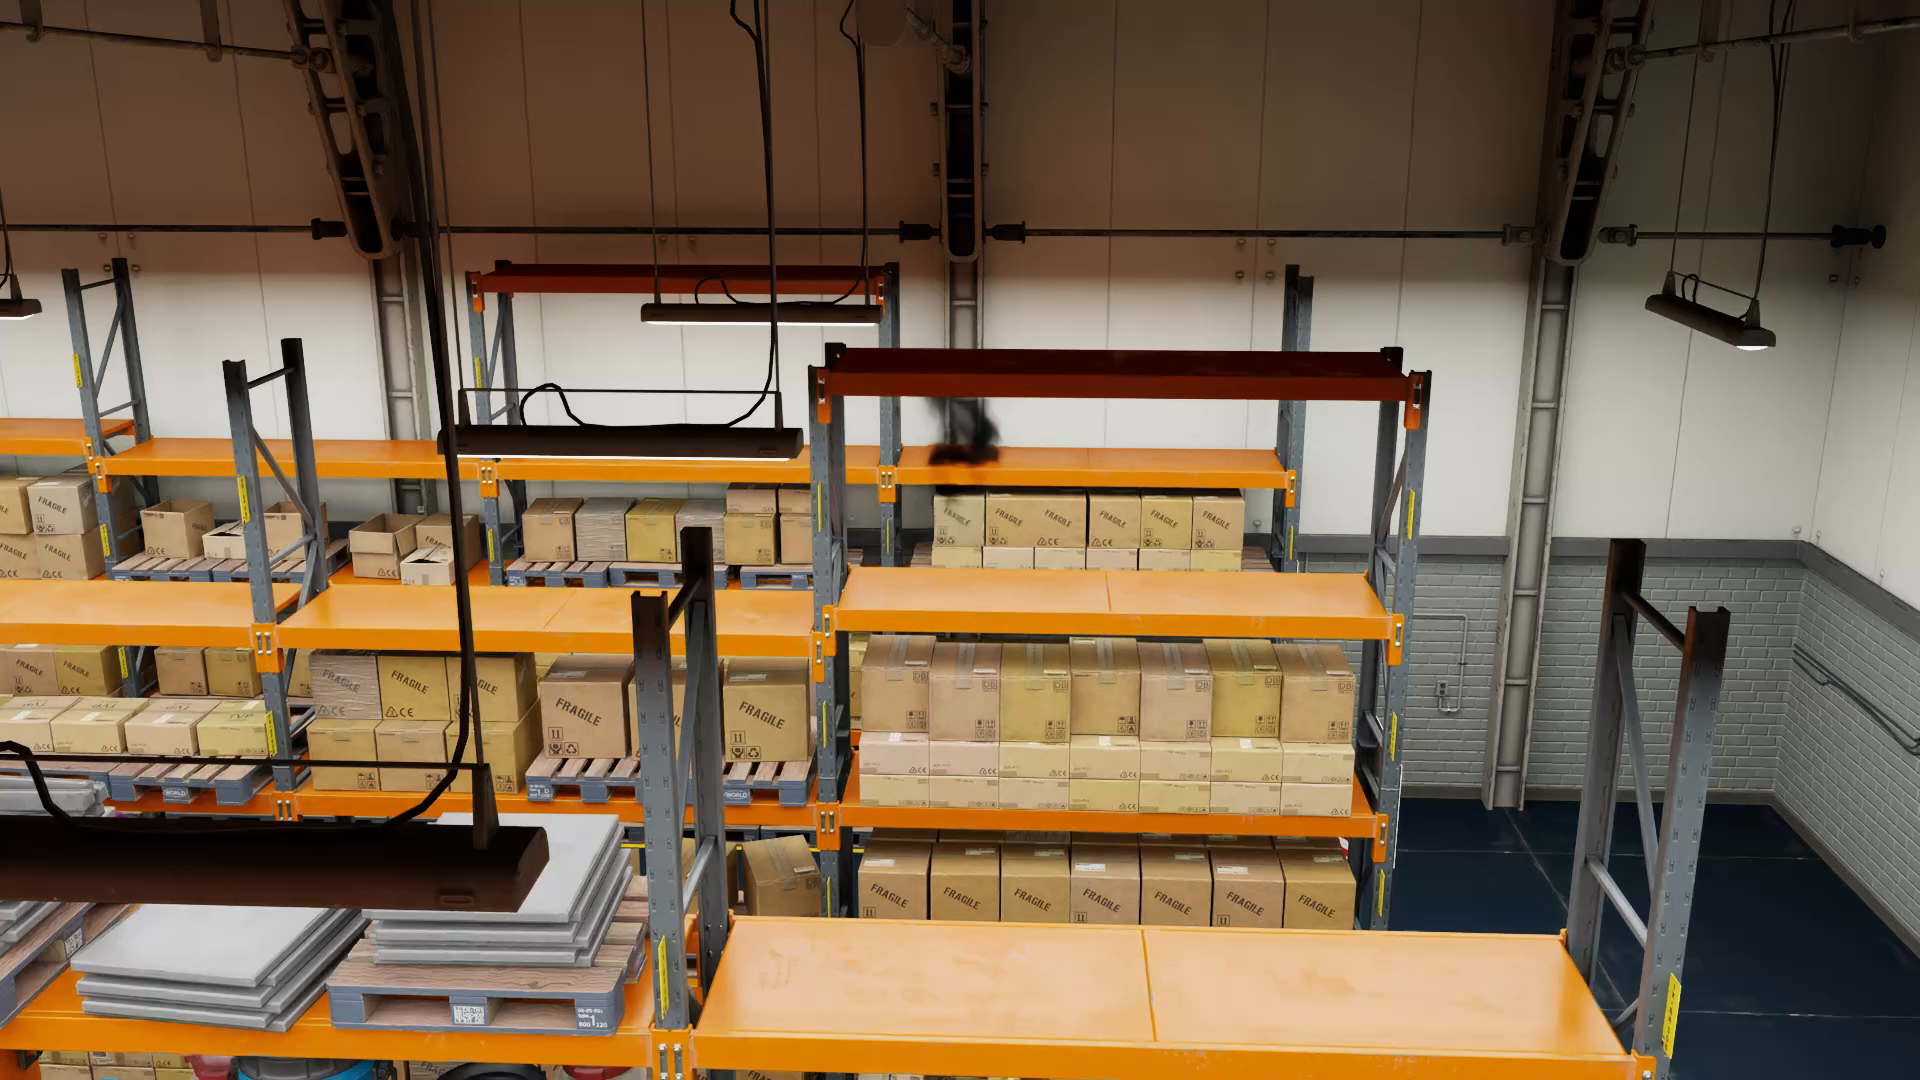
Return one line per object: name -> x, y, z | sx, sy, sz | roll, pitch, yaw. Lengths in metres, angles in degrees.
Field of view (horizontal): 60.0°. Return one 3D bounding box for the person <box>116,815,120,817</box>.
person -> -7.785, 3.058, 14.878 | 0.820, 1.821, 0.677 | 0, 16, -1
